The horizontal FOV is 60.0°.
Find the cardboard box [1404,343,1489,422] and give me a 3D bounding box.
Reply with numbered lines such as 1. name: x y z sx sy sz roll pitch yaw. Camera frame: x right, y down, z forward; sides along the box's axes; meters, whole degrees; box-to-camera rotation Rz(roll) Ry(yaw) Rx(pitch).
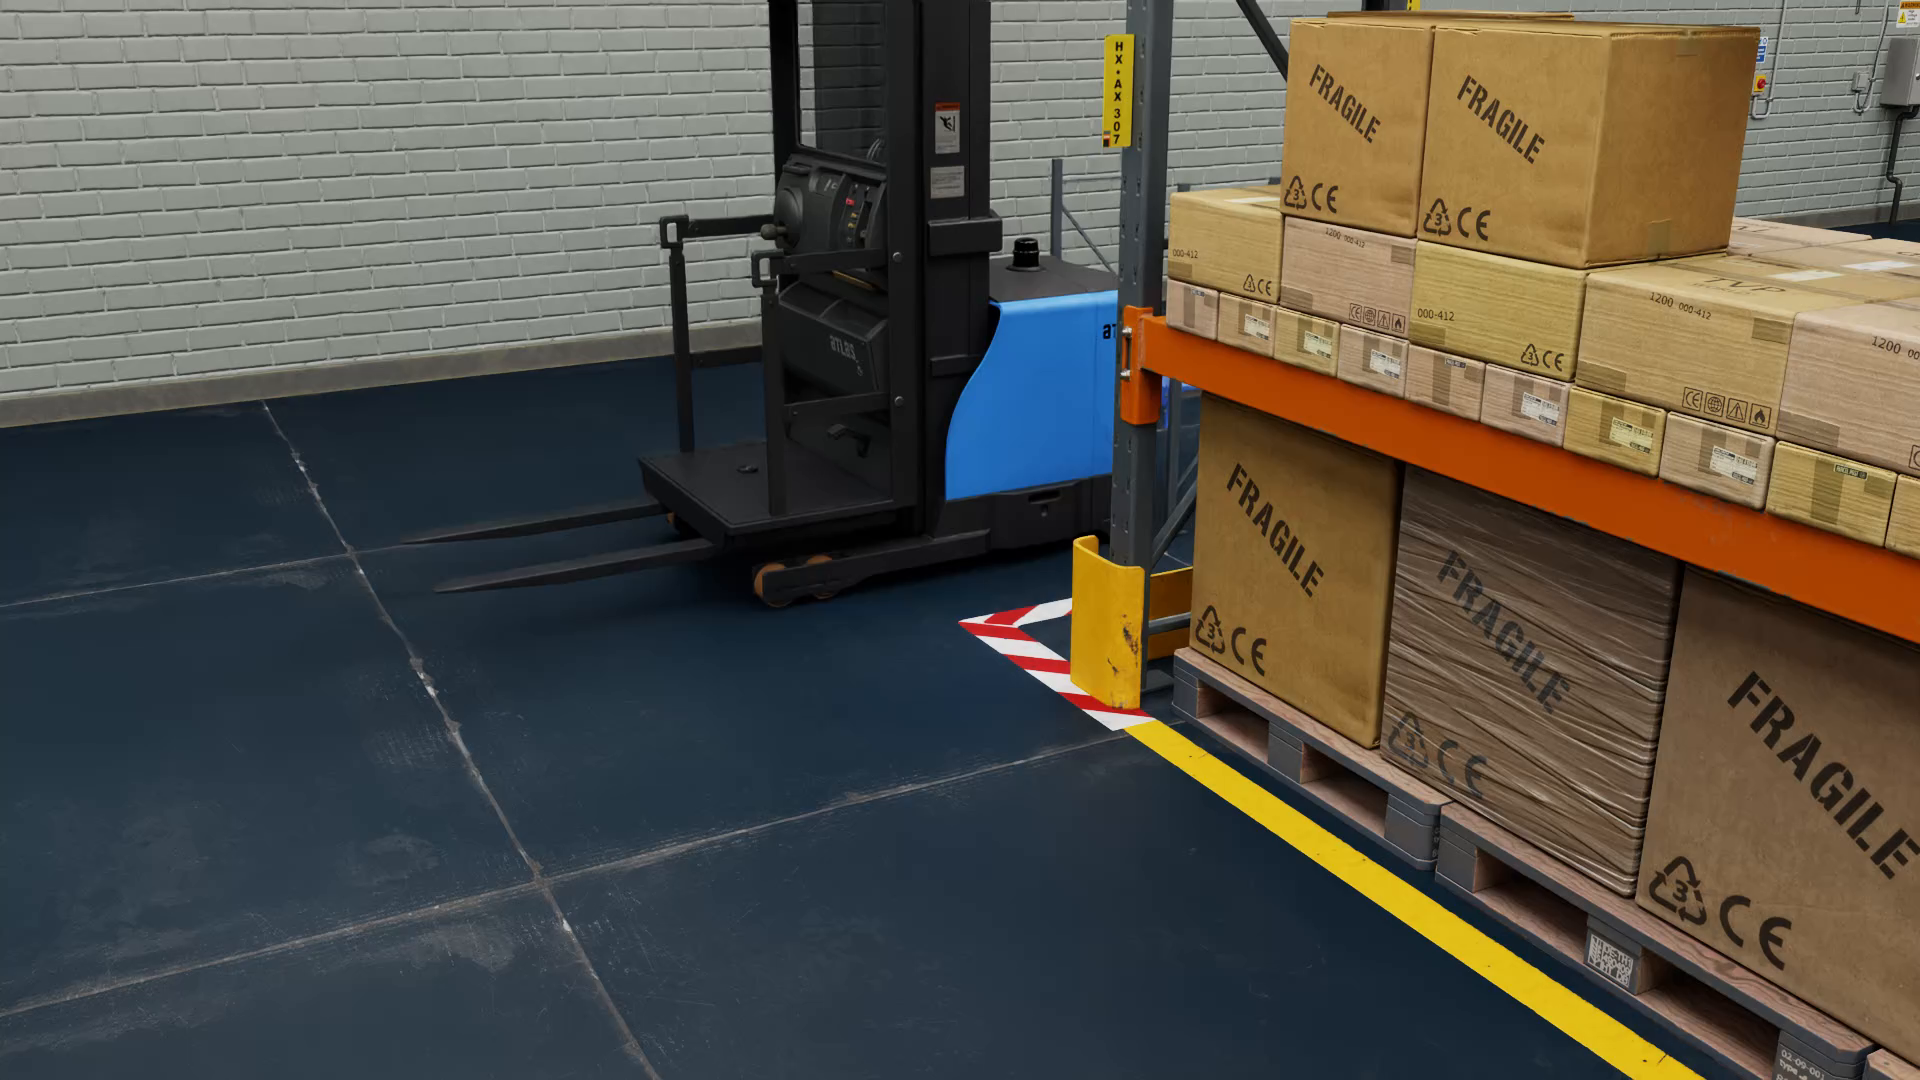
1. cardboard box: 1.332 -0.413 4.116 0.380 0.149 0.250 -10 22 -28

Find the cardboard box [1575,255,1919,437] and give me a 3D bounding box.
1. cardboard box: 1.695 -0.428 3.547 0.500 0.250 0.500 -10 22 -28

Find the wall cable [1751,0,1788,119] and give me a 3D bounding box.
1. wall cable: 6.987 -4.625 14.331 0.585 1.953 0.123 -10 21 -27

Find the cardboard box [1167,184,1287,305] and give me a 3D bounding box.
1. cardboard box: 0.954 -0.870 4.828 0.500 0.250 0.500 -11 22 -28

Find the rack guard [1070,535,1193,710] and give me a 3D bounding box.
1. rack guard: 0.953 0.195 5.800 1.175 0.500 0.348 -10 21 -27

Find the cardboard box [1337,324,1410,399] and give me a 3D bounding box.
1. cardboard box: 1.212 -0.487 4.328 0.380 0.149 0.250 -10 22 -27

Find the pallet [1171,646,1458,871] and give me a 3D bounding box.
1. pallet: 1.413 0.556 5.197 1.003 0.211 1.213 -10 21 -27

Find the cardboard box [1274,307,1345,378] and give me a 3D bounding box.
1. cardboard box: 1.087 -0.561 4.544 0.380 0.149 0.250 -11 22 -28

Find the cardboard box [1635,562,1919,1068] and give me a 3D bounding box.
1. cardboard box: 2.193 0.514 3.657 0.875 0.875 0.875 -10 21 -27

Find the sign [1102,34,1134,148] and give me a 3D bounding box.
1. sign: 0.473 -1.342 4.974 0.100 0.325 0.005 -10 21 -27

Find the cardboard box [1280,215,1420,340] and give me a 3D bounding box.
1. cardboard box: 1.207 -0.722 4.399 0.500 0.250 0.500 -10 22 -27

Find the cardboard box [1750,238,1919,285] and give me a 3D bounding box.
1. cardboard box: 2.161 -0.511 3.787 0.500 0.250 0.500 -10 21 -27

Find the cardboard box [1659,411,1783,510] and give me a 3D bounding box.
1. cardboard box: 1.700 -0.192 3.474 0.380 0.149 0.250 -10 21 -26

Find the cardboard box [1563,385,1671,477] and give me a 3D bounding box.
1. cardboard box: 1.574 -0.267 3.691 0.380 0.149 0.250 -11 22 -28

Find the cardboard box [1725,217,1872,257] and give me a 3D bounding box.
1. cardboard box: 1.910 -0.660 4.219 0.500 0.250 0.500 -11 22 -28

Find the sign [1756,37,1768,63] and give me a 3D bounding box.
1. sign: 6.916 -4.268 14.487 0.327 0.218 0.001 -10 21 -27

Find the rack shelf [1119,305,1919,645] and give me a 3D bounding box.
1. rack shelf: 1.914 -0.066 3.826 1.077 0.370 4.000 -10 21 -27

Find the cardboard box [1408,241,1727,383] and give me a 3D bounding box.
1. cardboard box: 1.442 -0.577 3.979 0.500 0.250 0.500 -11 22 -28

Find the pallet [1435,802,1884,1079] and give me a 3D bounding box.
1. pallet: 1.988 0.906 4.184 1.003 0.211 1.213 -10 21 -27

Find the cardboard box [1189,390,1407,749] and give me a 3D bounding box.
1. cardboard box: 1.338 -0.003 5.154 0.875 0.875 0.875 -10 21 -27

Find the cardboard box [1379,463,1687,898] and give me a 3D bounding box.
1. cardboard box: 1.771 0.259 4.397 0.875 0.875 0.875 -10 21 -27

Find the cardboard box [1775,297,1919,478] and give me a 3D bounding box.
1. cardboard box: 1.932 -0.282 3.124 0.500 0.250 0.500 -10 21 -26

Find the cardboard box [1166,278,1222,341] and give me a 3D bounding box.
1. cardboard box: 0.842 -0.708 4.970 0.380 0.149 0.250 -10 21 -26

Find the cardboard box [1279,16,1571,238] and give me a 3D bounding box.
1. cardboard box: 1.192 -1.081 4.290 0.500 0.500 0.500 -11 22 -28

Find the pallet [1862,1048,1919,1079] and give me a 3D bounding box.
1. pallet: 2.571 1.256 3.167 1.003 0.211 1.213 -10 21 -27

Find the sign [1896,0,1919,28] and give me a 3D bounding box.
1. sign: 8.758 -4.855 15.336 0.339 0.242 0.001 -10 21 -27

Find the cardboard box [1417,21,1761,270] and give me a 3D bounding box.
1. cardboard box: 1.443 -0.933 3.861 0.500 0.500 0.500 -11 22 -28

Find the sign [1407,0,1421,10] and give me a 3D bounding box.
1. sign: 1.448 -1.719 5.377 0.100 0.325 0.005 -10 21 -27

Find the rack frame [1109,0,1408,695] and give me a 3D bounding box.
1. rack frame: 0.964 -0.980 5.373 1.000 3.000 0.127 -10 21 -27

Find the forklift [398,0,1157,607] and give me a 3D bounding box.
1. forklift: -0.698 -1.323 6.473 3.031 2.935 1.130 -10 21 -27

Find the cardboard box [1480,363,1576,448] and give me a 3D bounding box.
1. cardboard box: 1.455 -0.339 3.902 0.380 0.149 0.250 -10 22 -27

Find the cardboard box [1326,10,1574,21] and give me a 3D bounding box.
1. cardboard box: 1.427 -1.305 4.939 0.500 0.500 0.500 -10 21 -26

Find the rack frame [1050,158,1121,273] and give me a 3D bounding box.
1. rack frame: 0.647 -1.058 7.899 0.500 1.500 0.032 -9 21 -25

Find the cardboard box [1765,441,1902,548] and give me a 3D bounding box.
1. cardboard box: 1.820 -0.119 3.261 0.380 0.149 0.250 -10 22 -28

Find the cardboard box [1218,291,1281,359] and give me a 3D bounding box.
1. cardboard box: 0.965 -0.635 4.757 0.380 0.149 0.250 -10 22 -27

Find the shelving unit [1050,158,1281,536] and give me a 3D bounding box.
1. shelving unit: 0.877 -0.910 7.470 0.538 1.500 1.048 -9 21 -25

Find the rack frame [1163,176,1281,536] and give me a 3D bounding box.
1. rack frame: 1.106 -0.762 7.042 0.500 1.500 0.032 -9 21 -25

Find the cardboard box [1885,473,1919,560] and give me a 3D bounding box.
1. cardboard box: 1.941 -0.045 3.048 0.380 0.149 0.250 -10 21 -26

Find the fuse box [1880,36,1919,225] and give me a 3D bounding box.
1. fuse box: 8.905 -3.804 15.533 0.539 1.711 0.414 -10 21 -27

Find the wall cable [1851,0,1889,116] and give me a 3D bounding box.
1. wall cable: 8.230 -4.833 14.982 0.588 1.984 0.122 -10 21 -27

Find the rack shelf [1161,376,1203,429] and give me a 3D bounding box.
1. rack shelf: 0.877 -0.740 7.529 0.538 0.185 1.000 -9 21 -25
